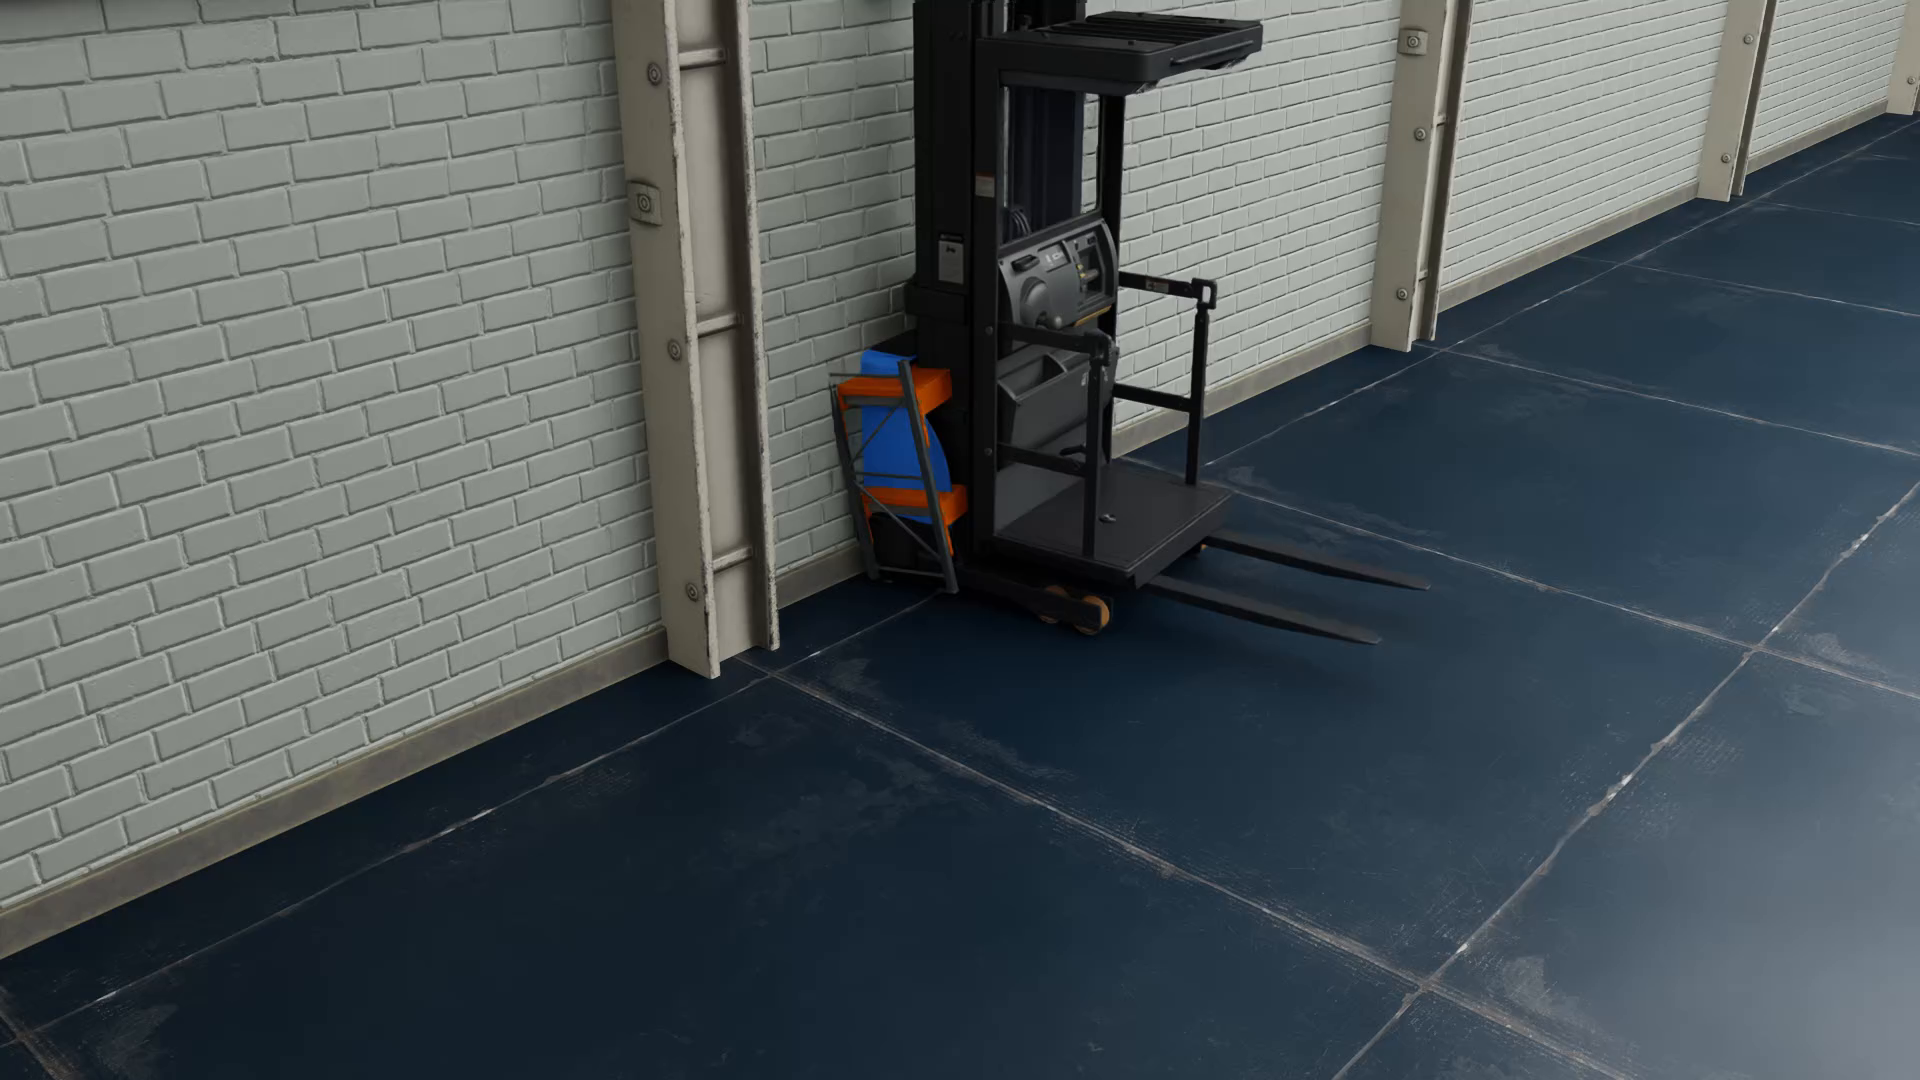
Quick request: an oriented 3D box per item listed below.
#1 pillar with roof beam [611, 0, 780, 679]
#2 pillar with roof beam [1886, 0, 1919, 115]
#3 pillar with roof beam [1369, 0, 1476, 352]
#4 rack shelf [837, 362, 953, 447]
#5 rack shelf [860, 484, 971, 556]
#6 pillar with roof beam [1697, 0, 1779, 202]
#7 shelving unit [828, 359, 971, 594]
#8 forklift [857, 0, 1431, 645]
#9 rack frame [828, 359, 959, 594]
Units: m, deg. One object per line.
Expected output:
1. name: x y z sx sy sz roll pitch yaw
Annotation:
1. pillar with roof beam: 2.182 -2.450 2.716 9.100 9.000 0.400 20 31 38
2. pillar with roof beam: 14.195 -7.934 14.947 9.100 9.000 0.400 20 31 38
3. pillar with roof beam: 6.186 -4.278 6.793 9.100 9.000 0.400 20 31 38
4. rack shelf: -0.096 -0.772 7.734 0.538 0.278 1.000 6 30 36
5. rack shelf: 0.007 -0.292 7.951 0.538 0.278 1.000 6 30 36
6. pillar with roof beam: 10.190 -6.106 10.870 9.100 9.000 0.400 20 31 38
7. shelving unit: -0.040 -0.510 7.852 0.538 1.125 1.048 6 30 36
8. forklift: 0.617 -1.169 7.275 3.031 2.935 1.130 15 28 30
9. rack frame: -0.323 -0.287 7.493 0.500 1.125 0.032 6 30 36
